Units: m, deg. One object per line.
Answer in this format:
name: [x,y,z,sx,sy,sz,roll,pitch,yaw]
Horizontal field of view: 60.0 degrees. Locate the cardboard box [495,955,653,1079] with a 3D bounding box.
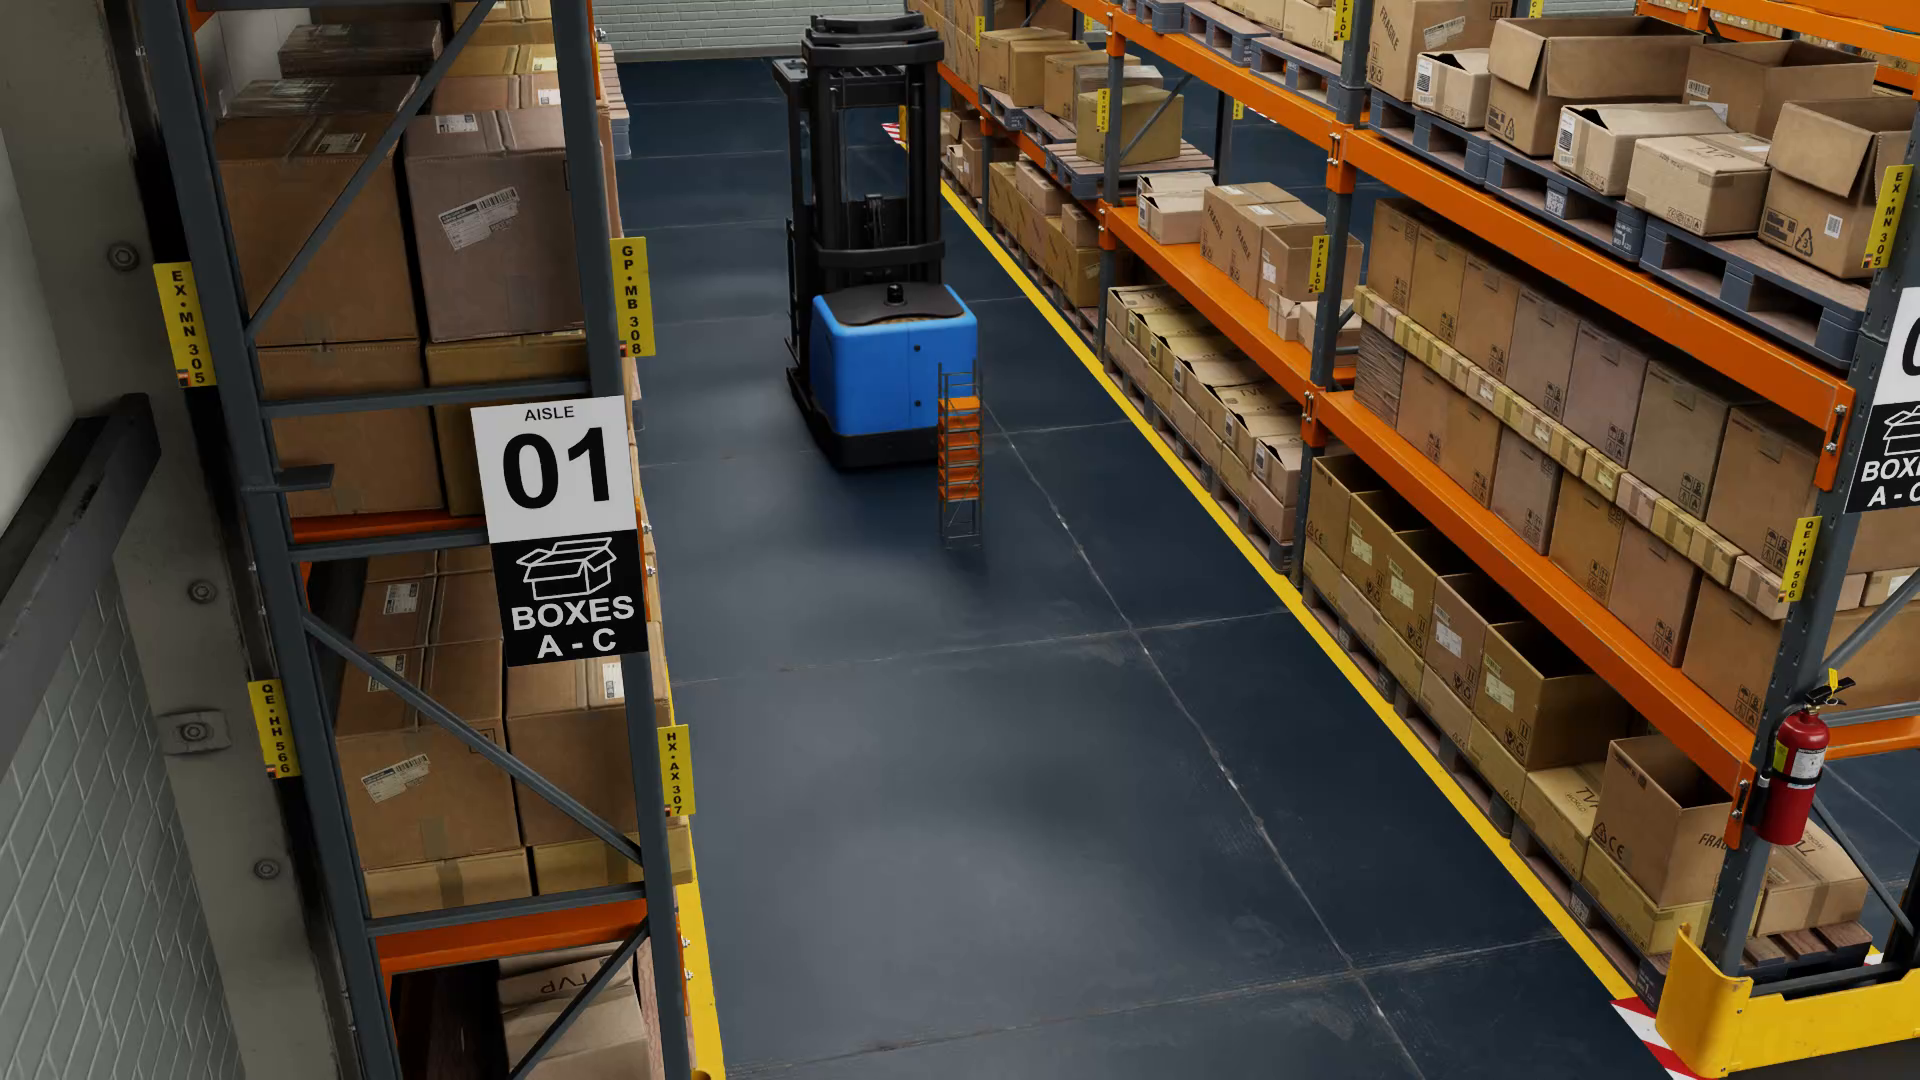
cardboard box: [-1.463,1.838,6.275,0.500,0.311,0.500,-9,28,-17]

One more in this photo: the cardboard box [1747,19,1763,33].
cardboard box: [9.701,-6.182,19.949,0.380,0.149,0.250,-6,27,-12]

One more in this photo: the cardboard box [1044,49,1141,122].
cardboard box: [1.184,-4.088,14.944,0.700,0.500,0.500,-13,30,-25]

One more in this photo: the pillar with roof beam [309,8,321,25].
pillar with roof beam: [0.447,-4.822,10.316,9.100,9.000,0.400,-6,27,-12]

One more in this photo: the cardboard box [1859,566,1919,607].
cardboard box: [3.552,0.114,6.364,0.380,0.149,0.250,-6,27,-12]

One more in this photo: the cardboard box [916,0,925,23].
cardboard box: [-0.211,-5.979,19.155,0.500,0.500,0.500,-6,27,-12]

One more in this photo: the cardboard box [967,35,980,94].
cardboard box: [0.364,-4.864,16.946,0.500,0.500,0.500,-6,27,-11]

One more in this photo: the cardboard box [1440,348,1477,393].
cardboard box: [2.632,-0.862,8.298,0.380,0.149,0.250,-7,28,-13]

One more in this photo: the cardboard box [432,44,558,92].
cardboard box: [-1.435,-1.335,5.494,0.500,0.500,0.500,-5,27,-10]

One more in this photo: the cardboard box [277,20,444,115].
cardboard box: [-2.076,-1.533,5.887,0.500,0.500,0.500,-6,27,-12]

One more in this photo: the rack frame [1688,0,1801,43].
rack frame: [6.454,-3.371,14.100,1.000,3.000,0.127,-6,27,-12]

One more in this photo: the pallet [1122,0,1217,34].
pallet: [1.868,-3.835,11.901,1.213,0.211,1.003,-5,27,-9]

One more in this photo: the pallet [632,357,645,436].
pallet: [-2.327,-0.874,9.365,1.003,0.211,1.213,-6,27,-12]

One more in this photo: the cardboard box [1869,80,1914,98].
cardboard box: [10.542,-4.590,18.407,1.225,0.875,0.875,-6,27,-11]

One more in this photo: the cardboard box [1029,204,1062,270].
cardboard box: [0.948,-2.794,15.242,0.500,0.500,0.500,-7,28,-14]

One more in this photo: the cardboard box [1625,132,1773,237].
cardboard box: [2.914,-1.358,6.328,0.500,0.250,0.500,-6,27,-12]

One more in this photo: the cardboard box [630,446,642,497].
cardboard box: [-1.550,-0.041,6.813,0.500,0.500,0.500,-5,27,-10]

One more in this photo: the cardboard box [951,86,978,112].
cardboard box: [0.187,-5.248,20.105,0.500,0.500,0.500,-6,27,-12]

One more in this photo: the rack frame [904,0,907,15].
rack frame: [-0.175,-6.382,20.064,1.000,3.000,0.127,-6,27,-12]

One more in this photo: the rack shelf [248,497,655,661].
rack shelf: [-1.846,-0.749,6.374,1.077,0.370,4.000,-6,27,-12]

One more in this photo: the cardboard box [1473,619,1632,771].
cardboard box: [2.780,0.705,7.777,0.500,0.500,0.500,-6,27,-12]

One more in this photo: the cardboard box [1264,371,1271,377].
cardboard box: [2.331,-1.205,11.772,0.500,0.311,0.500,-5,27,-10]

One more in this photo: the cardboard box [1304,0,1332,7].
cardboard box: [2.278,-3.430,9.757,0.500,0.500,0.500,-3,27,-7]

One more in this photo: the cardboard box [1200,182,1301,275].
cardboard box: [2.022,-2.179,11.628,0.500,0.500,0.500,-7,28,-14]

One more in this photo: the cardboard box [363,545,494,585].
cardboard box: [-1.933,0.237,6.264,0.500,0.500,0.500,-7,28,-13]

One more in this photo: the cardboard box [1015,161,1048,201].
cardboard box: [0.823,-3.365,15.541,0.500,0.250,0.500,-6,27,-11]

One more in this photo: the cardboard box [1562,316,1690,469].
cardboard box: [3.088,-0.662,7.183,0.700,0.500,0.500,-6,27,-11]

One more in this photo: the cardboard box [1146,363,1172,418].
cardboard box: [1.697,-1.122,12.229,0.500,0.250,0.500,-7,28,-13]

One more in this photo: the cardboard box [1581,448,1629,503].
cardboard box: [2.927,-0.293,7.171,0.380,0.149,0.250,-5,27,-10]

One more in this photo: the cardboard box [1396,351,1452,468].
cardboard box: [2.760,-0.733,8.763,0.700,0.500,0.500,-6,27,-12]

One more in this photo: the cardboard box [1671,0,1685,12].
cardboard box: [9.353,-6.859,21.290,0.380,0.149,0.250,-7,28,-13]

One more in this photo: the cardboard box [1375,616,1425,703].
cardboard box: [2.554,0.601,8.816,0.500,0.250,0.500,-6,27,-12]

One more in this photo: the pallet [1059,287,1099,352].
pallet: [1.496,-1.956,14.392,1.003,0.211,1.213,-6,27,-12]

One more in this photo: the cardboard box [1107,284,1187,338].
cardboard box: [1.460,-1.820,12.990,0.500,0.311,0.500,-5,27,-10]

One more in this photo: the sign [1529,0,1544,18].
sign: [3.069,-2.776,8.930,0.100,0.325,0.005,-6,27,-12]

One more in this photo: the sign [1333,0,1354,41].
sign: [2.003,-2.765,8.646,0.100,0.325,0.005,-6,27,-12]

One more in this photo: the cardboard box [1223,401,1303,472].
cardboard box: [2.035,-0.700,10.772,0.500,0.311,0.500,-5,27,-10]

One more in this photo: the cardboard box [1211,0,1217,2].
cardboard box: [1.920,-3.907,11.534,0.500,0.250,0.500,-5,27,-10]

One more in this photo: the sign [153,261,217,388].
sign: [-1.940,-0.540,4.179,0.100,0.325,0.005,-6,27,-12]

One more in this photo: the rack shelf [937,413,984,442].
rack shelf: [0.003,-0.704,10.379,0.258,0.103,0.180,-6,27,-12]

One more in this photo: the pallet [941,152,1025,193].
pallet: [0.294,-4.219,18.874,1.003,0.211,1.213,-6,27,-12]

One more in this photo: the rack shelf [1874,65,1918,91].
rack shelf: [10.829,-4.431,16.998,1.077,0.370,4.000,-6,27,-12]

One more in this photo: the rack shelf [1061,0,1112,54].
rack shelf: [1.177,-4.765,14.332,1.077,0.370,4.000,-6,27,-12]

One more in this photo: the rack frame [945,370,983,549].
rack frame: [0.024,-0.489,10.387,0.240,1.200,0.006,-6,27,-12]

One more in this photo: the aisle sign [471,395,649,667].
aisle sign: [-1.086,-0.012,4.560,0.394,0.787,0.004,-6,27,-12]

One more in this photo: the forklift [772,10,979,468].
forklift: [-0.740,-2.458,12.366,1.130,2.935,3.031,-7,28,-13]

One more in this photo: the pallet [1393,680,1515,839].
pallet: [2.946,1.021,8.492,1.003,0.211,1.213,-6,27,-12]

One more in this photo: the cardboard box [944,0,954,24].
cardboard box: [0.129,-5.758,17.609,0.500,0.500,0.500,-6,27,-11]

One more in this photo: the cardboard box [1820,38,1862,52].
cardboard box: [9.991,-5.618,18.831,0.380,0.149,0.250,-6,27,-11]

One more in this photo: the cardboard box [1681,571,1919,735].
cardboard box: [3.338,0.392,6.534,0.700,0.500,0.500,-6,27,-12]

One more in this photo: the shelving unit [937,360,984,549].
shelving unit: [0.003,-0.529,10.467,0.258,1.200,0.189,-6,27,-12]

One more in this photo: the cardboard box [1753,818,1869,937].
cardboard box: [3.526,1.425,7.184,0.500,0.250,0.500,-6,27,-12]

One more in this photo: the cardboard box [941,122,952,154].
cardboard box: [-0.104,-4.644,19.185,0.500,0.250,0.500,-6,27,-12]
